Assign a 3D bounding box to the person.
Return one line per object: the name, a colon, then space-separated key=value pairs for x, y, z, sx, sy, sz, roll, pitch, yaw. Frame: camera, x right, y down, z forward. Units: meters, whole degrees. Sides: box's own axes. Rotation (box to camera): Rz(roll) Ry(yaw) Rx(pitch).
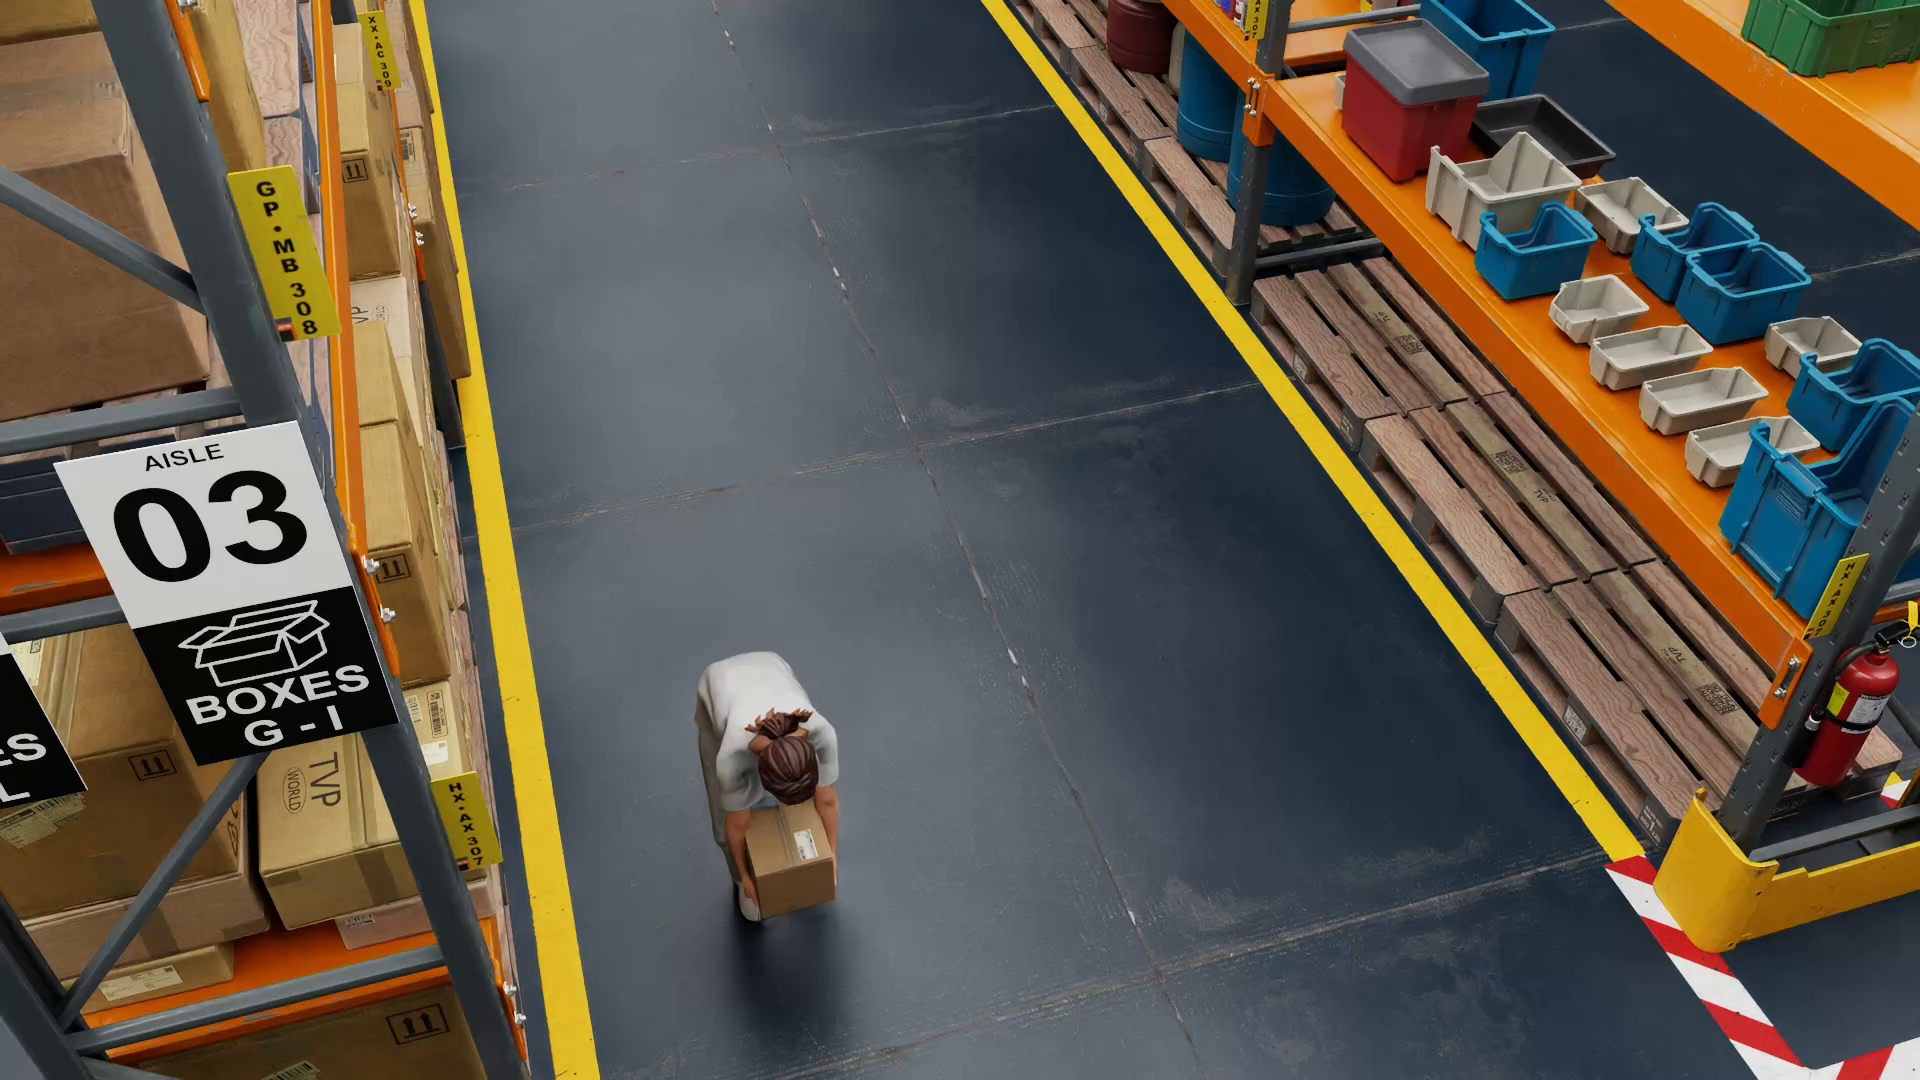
person: x=-0.612 y=0.862 z=5.513 sx=0.420 sy=1.280 sz=0.816 roll=-13 pitch=44 yaw=-14
